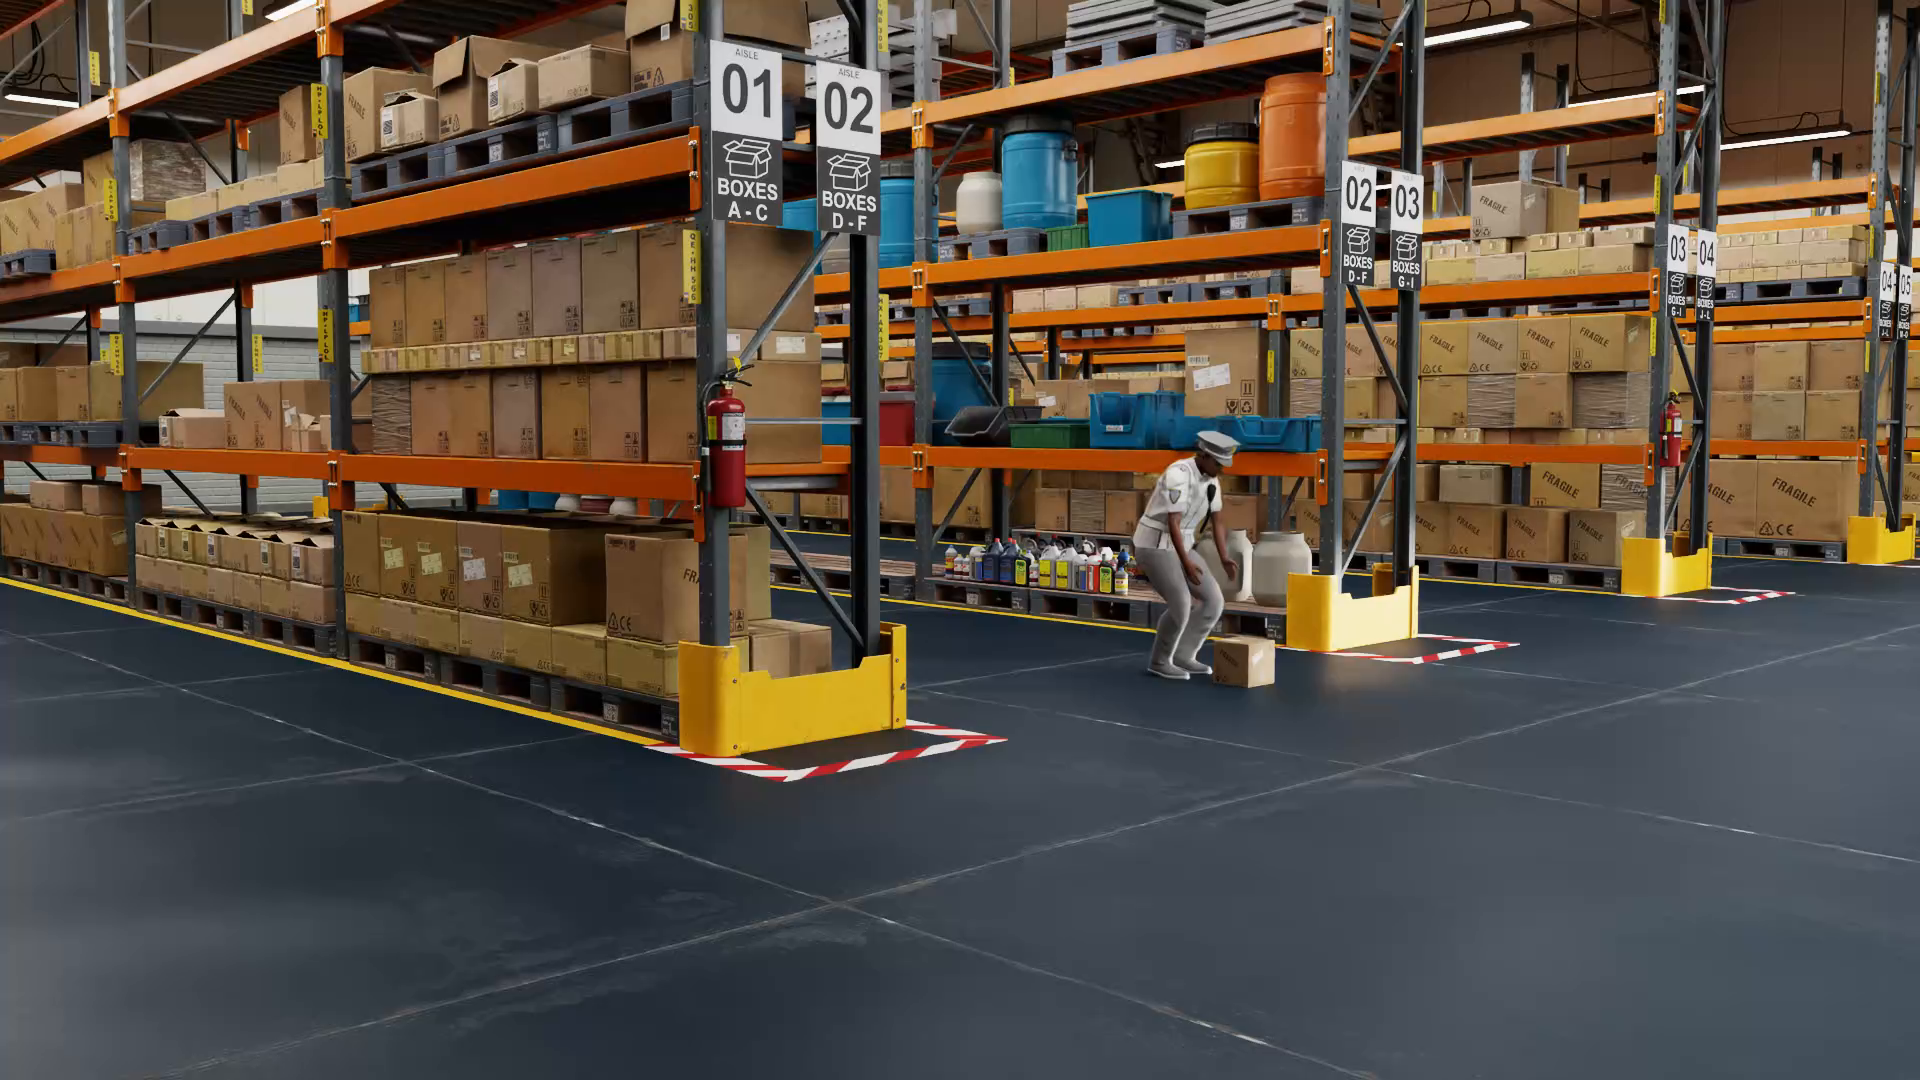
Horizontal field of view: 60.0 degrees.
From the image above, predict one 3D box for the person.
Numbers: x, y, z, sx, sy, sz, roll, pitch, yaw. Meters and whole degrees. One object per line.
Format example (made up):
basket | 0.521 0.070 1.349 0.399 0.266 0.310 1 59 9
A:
person | 1.364 0.082 9.884 0.492 1.464 0.649 -4 6 -43
